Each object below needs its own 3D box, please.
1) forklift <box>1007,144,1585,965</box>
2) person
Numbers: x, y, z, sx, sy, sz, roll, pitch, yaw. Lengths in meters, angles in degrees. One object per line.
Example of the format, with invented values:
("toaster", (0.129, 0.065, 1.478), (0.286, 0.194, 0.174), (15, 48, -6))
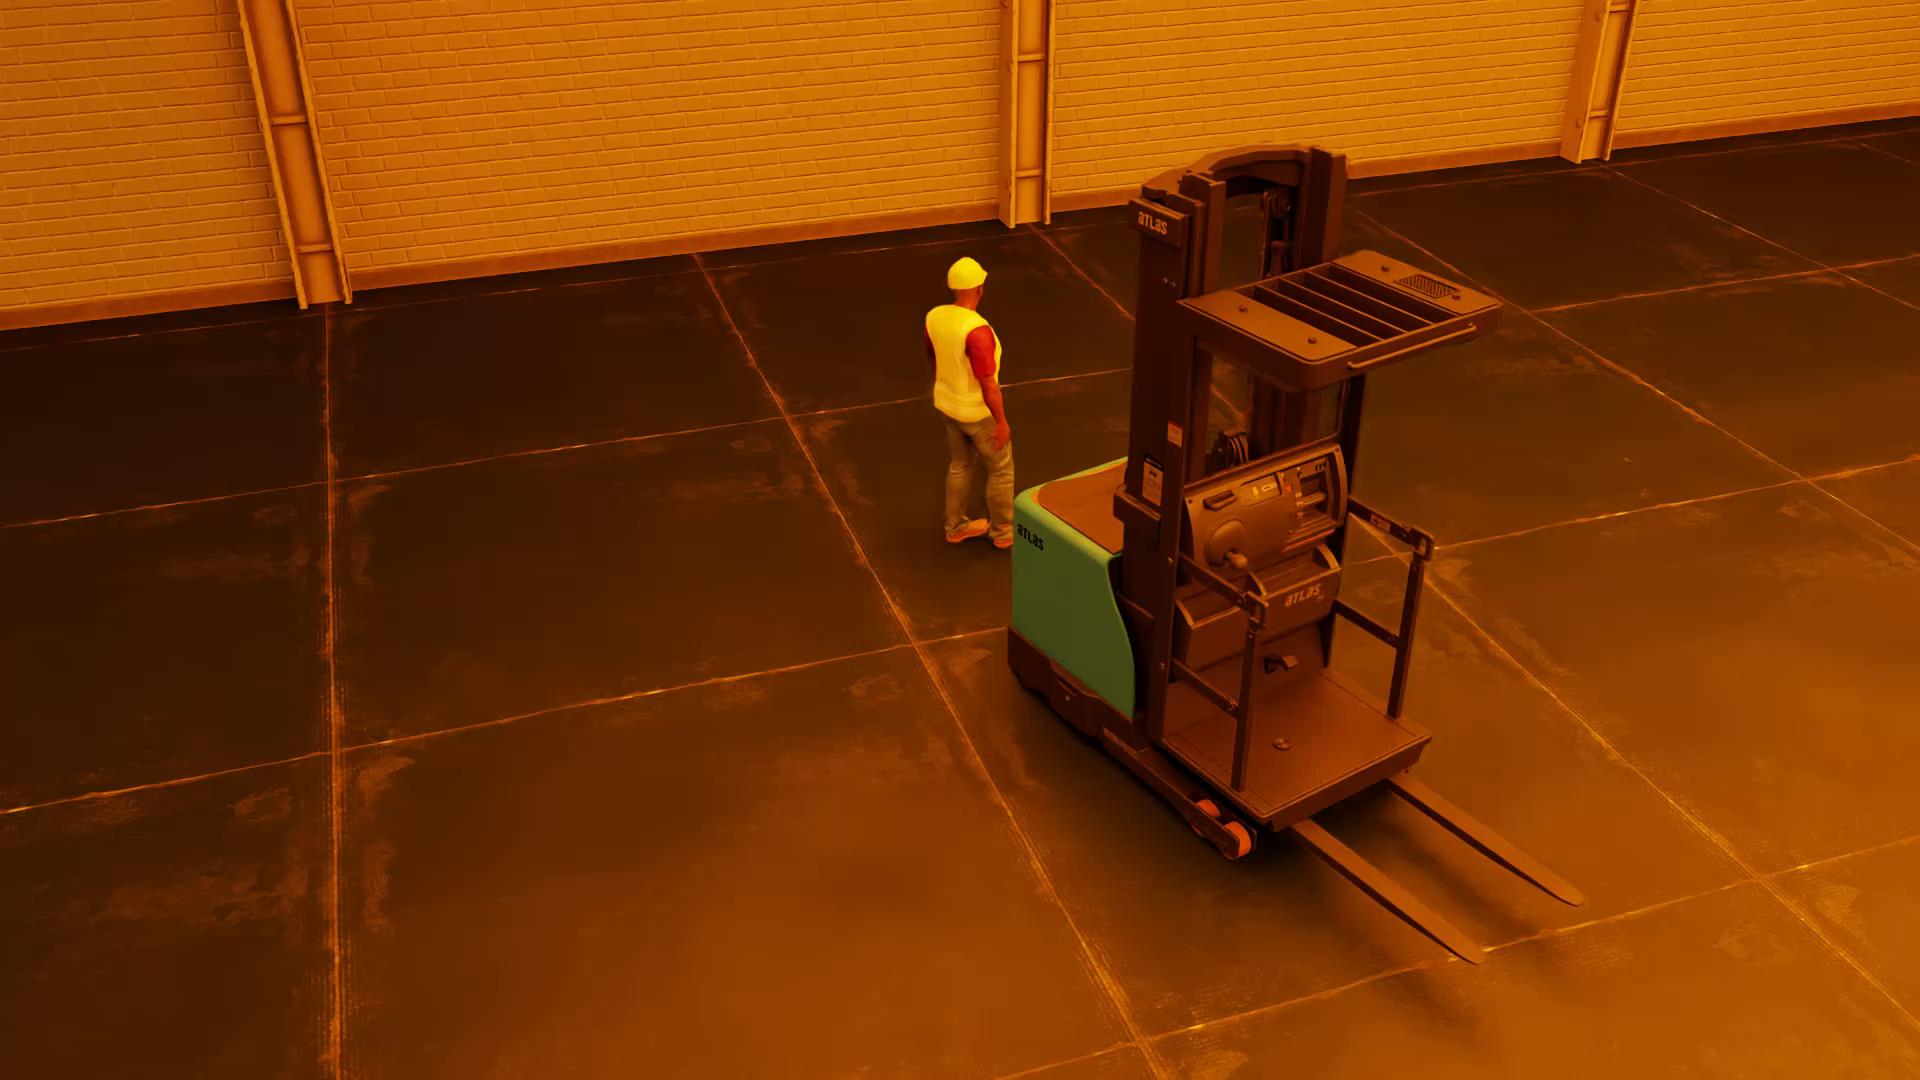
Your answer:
("forklift", (1.492, -0.101, 7.262), (1.130, 2.935, 3.031), (-19, 35, -29))
("person", (0.103, -0.802, 9.673), (0.525, 1.761, 0.718), (-22, 37, -33))
